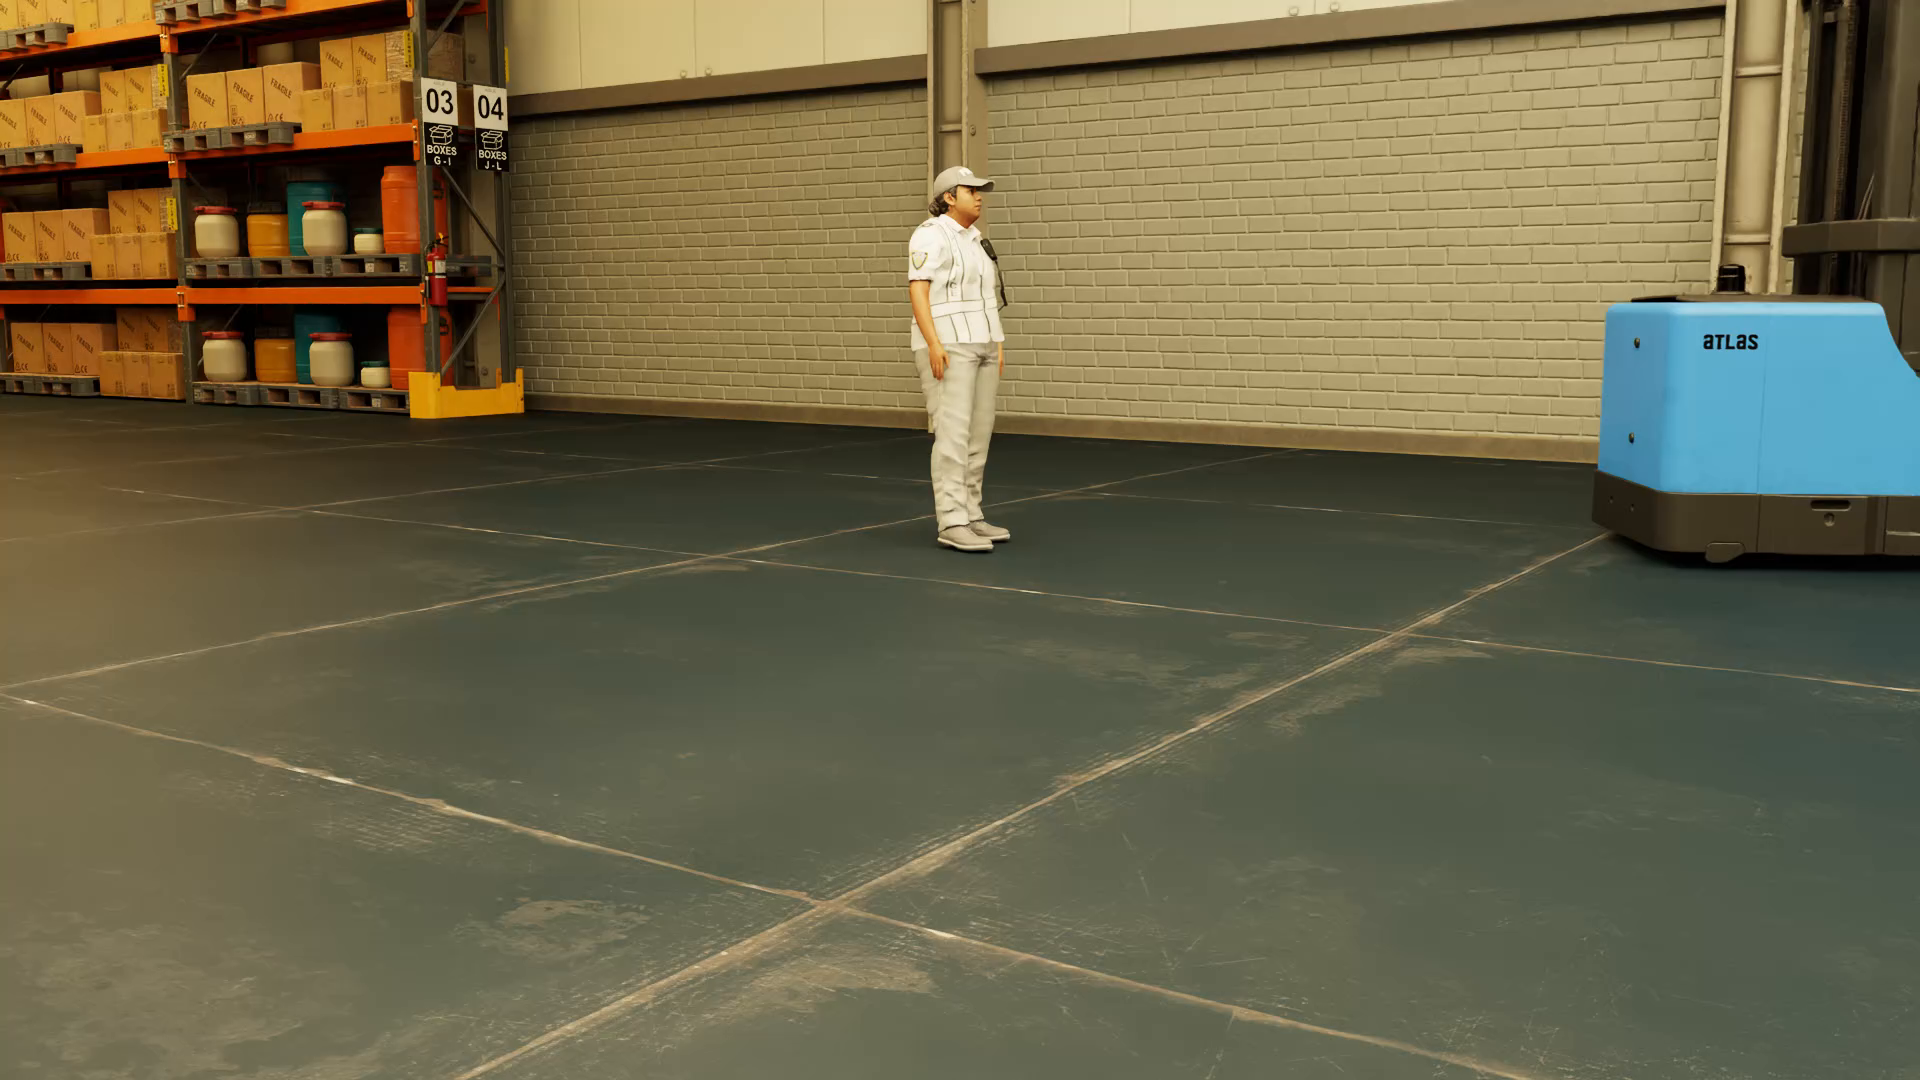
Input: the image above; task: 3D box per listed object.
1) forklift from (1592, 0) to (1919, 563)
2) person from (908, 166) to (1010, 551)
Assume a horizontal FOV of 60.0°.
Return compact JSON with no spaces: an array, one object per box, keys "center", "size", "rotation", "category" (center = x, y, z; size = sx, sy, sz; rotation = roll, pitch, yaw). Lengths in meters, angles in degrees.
[{"center":[4.394,-1.386,6.940],"size":[3.031,2.935,1.130],"rotation":[1,8,5],"category":"forklift"},{"center":[0.051,-0.824,7.425],"size":[0.529,1.670,0.599],"rotation":[5,10,34],"category":"person"}]
